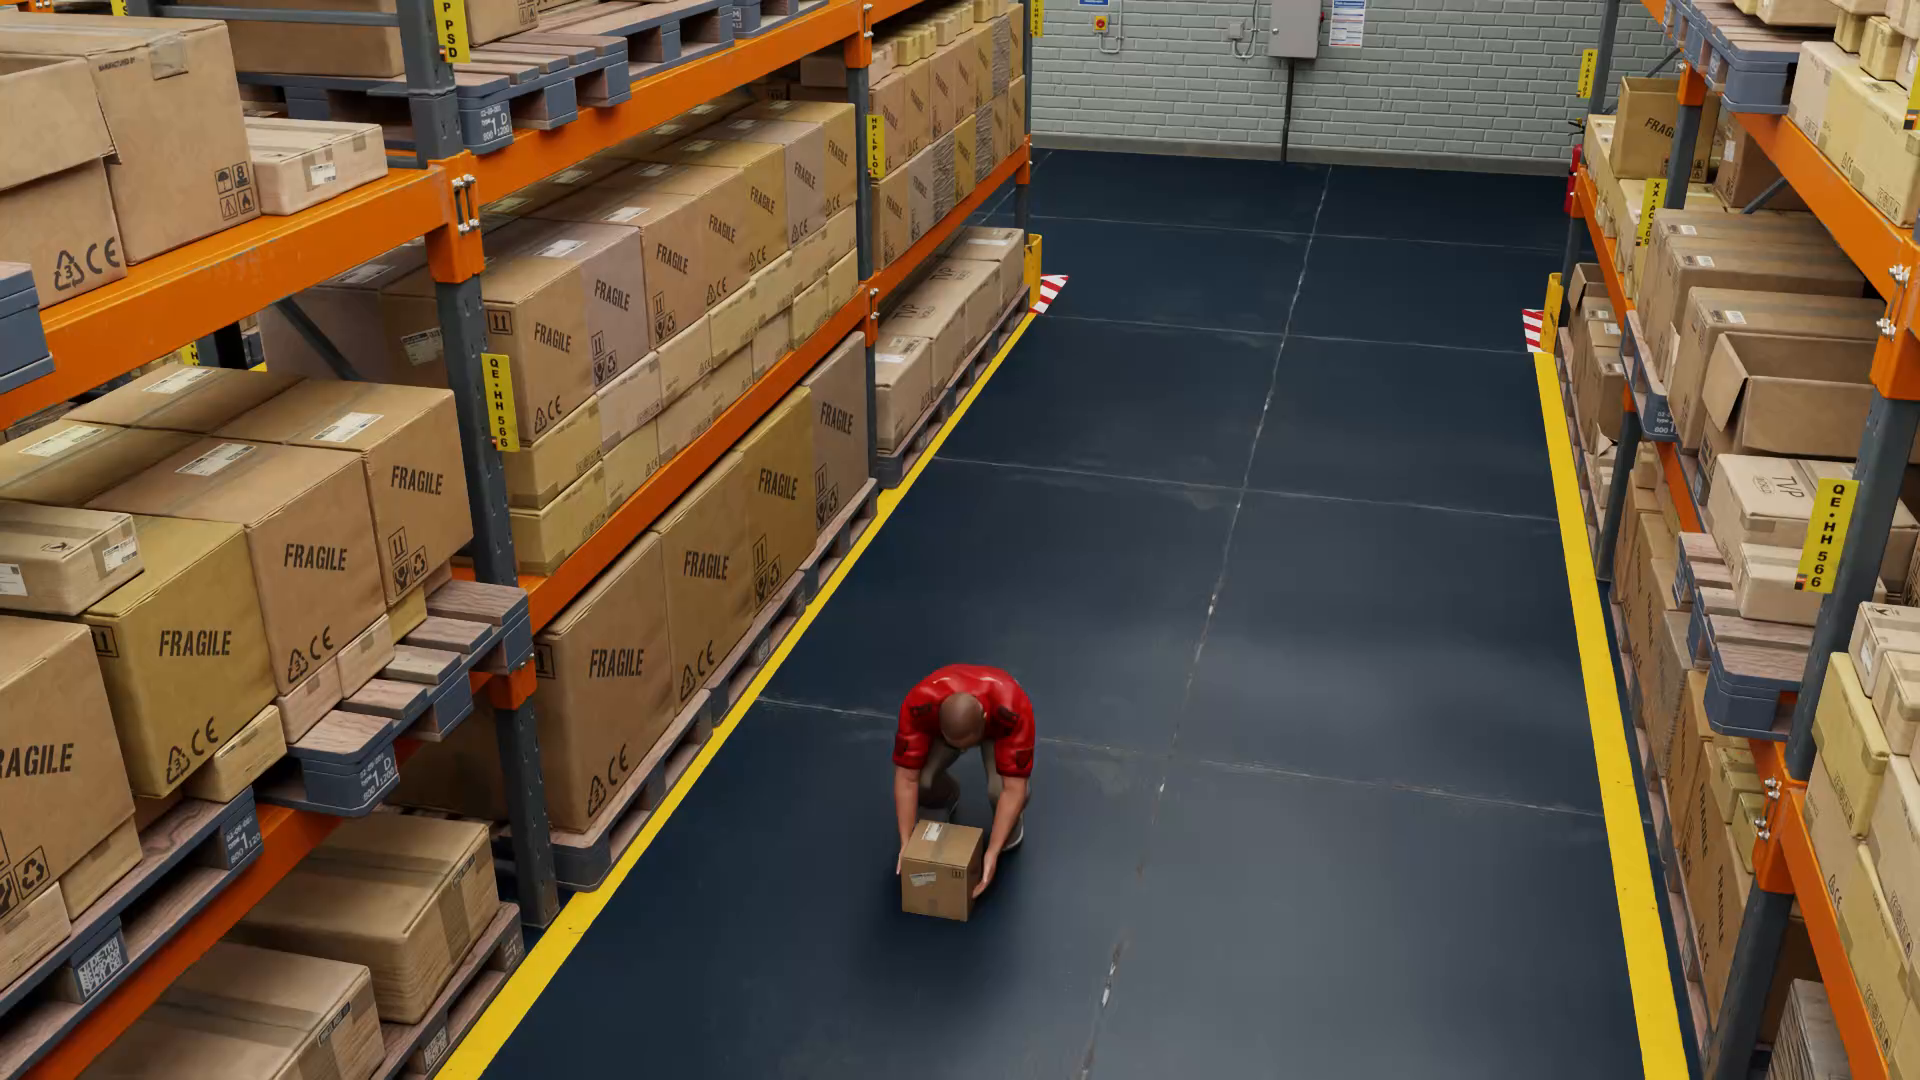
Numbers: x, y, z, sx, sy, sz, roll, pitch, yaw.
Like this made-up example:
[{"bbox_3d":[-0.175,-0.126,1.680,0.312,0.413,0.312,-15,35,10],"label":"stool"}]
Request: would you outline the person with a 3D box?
[{"bbox_3d":[0.032,0.819,6.384,0.564,0.888,0.839,6,26,13],"label":"person"}]
